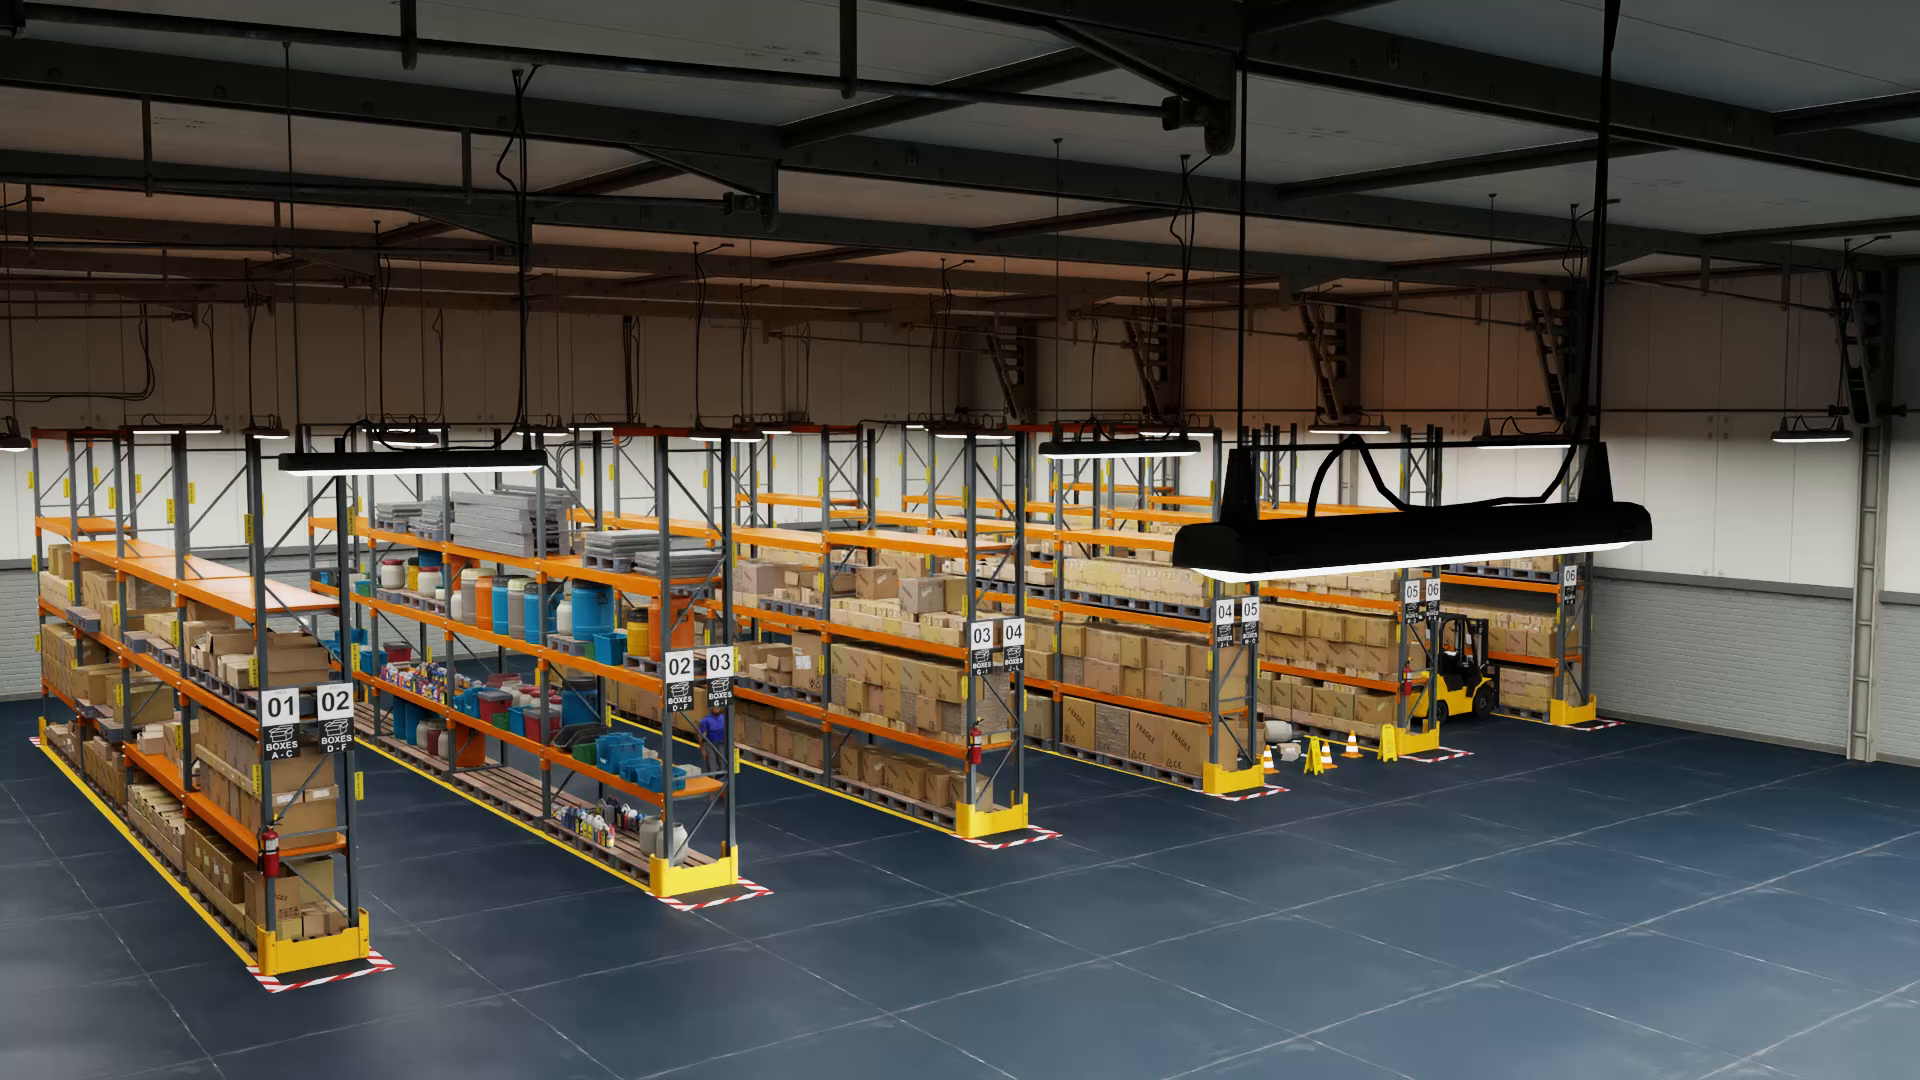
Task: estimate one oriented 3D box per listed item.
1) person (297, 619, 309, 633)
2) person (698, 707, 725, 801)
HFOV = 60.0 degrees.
[{"bbox_3d":[-4.282,0.244,20.045,12.655,8.982,37.865,-1,5,-14],"label":"person"},{"bbox_3d":[-4.035,3.406,27.099,0.540,1.627,0.535,-3,6,-36],"label":"person"}]
